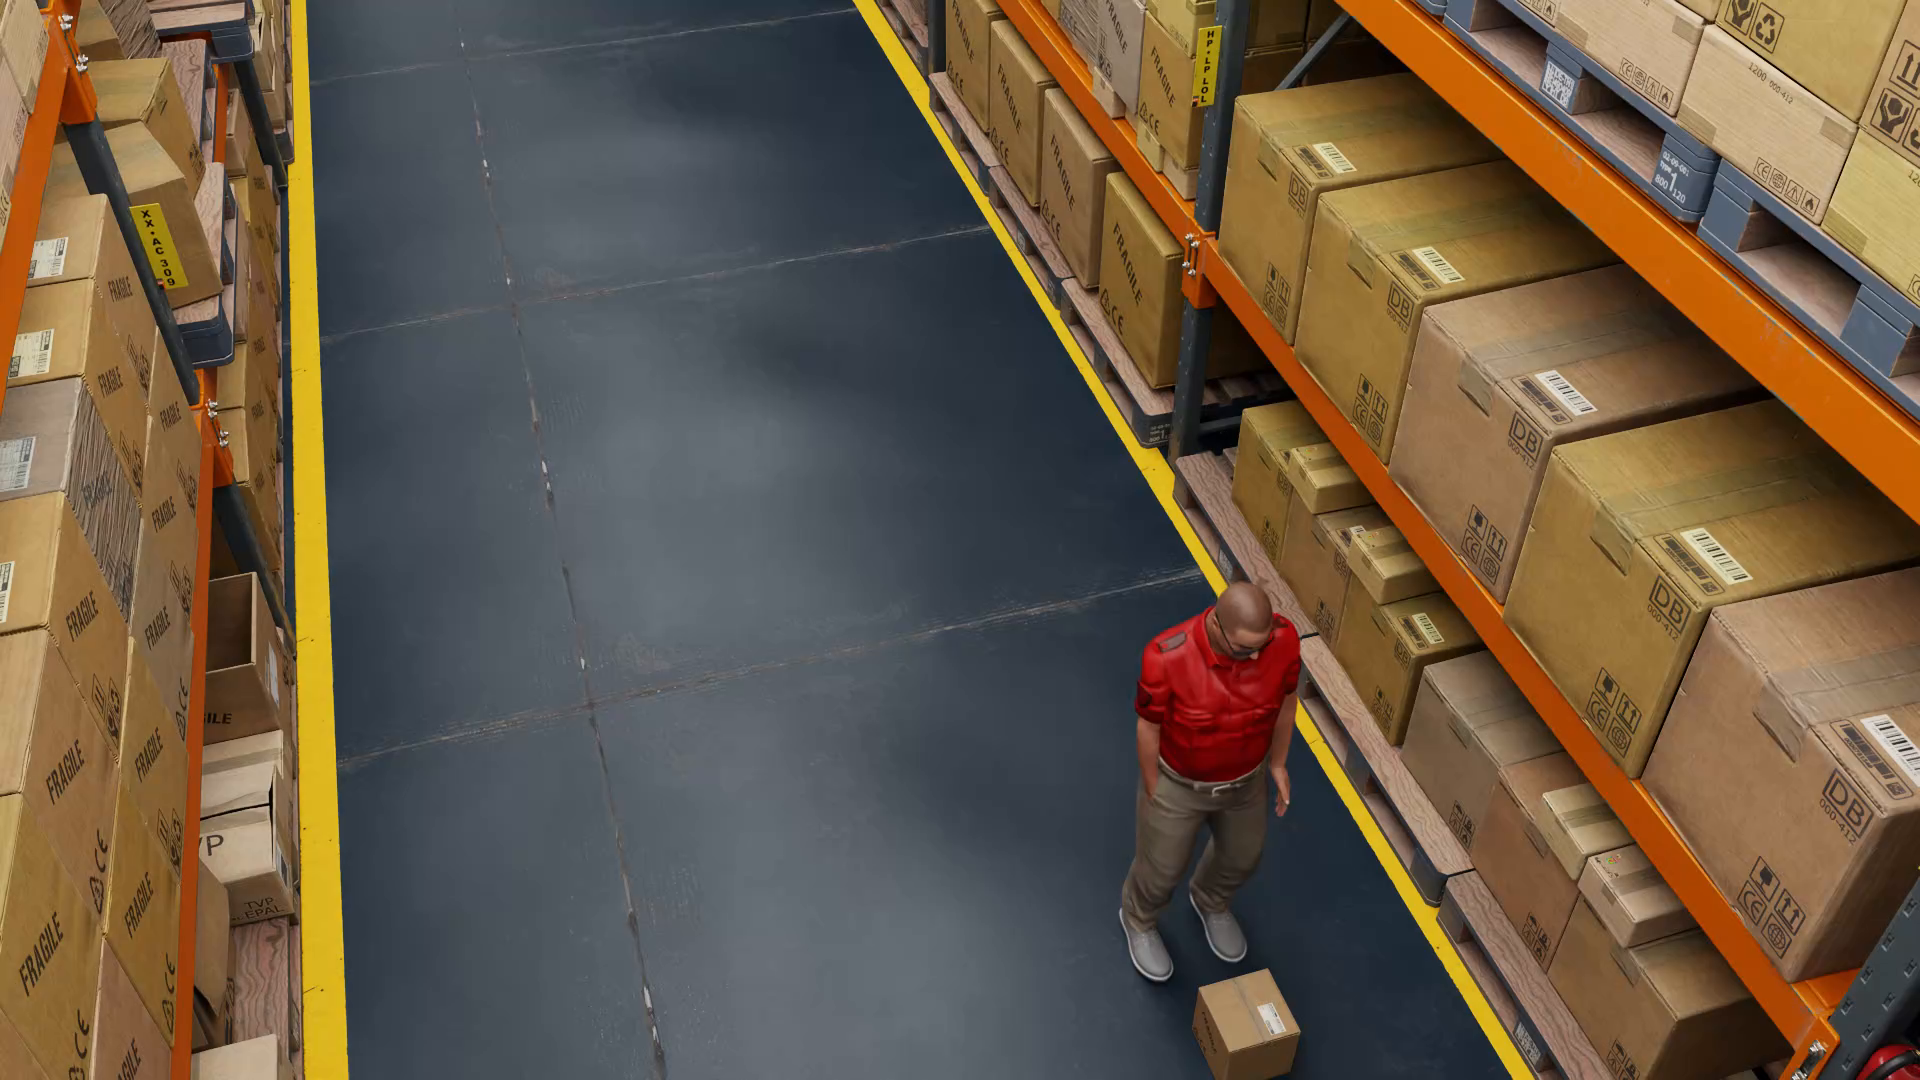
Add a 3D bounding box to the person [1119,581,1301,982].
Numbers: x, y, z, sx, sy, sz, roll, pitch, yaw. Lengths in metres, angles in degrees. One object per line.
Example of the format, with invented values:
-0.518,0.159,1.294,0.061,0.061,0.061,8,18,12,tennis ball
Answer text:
0.812,0.764,5.342,0.538,1.712,0.343,-11,43,-12,person
